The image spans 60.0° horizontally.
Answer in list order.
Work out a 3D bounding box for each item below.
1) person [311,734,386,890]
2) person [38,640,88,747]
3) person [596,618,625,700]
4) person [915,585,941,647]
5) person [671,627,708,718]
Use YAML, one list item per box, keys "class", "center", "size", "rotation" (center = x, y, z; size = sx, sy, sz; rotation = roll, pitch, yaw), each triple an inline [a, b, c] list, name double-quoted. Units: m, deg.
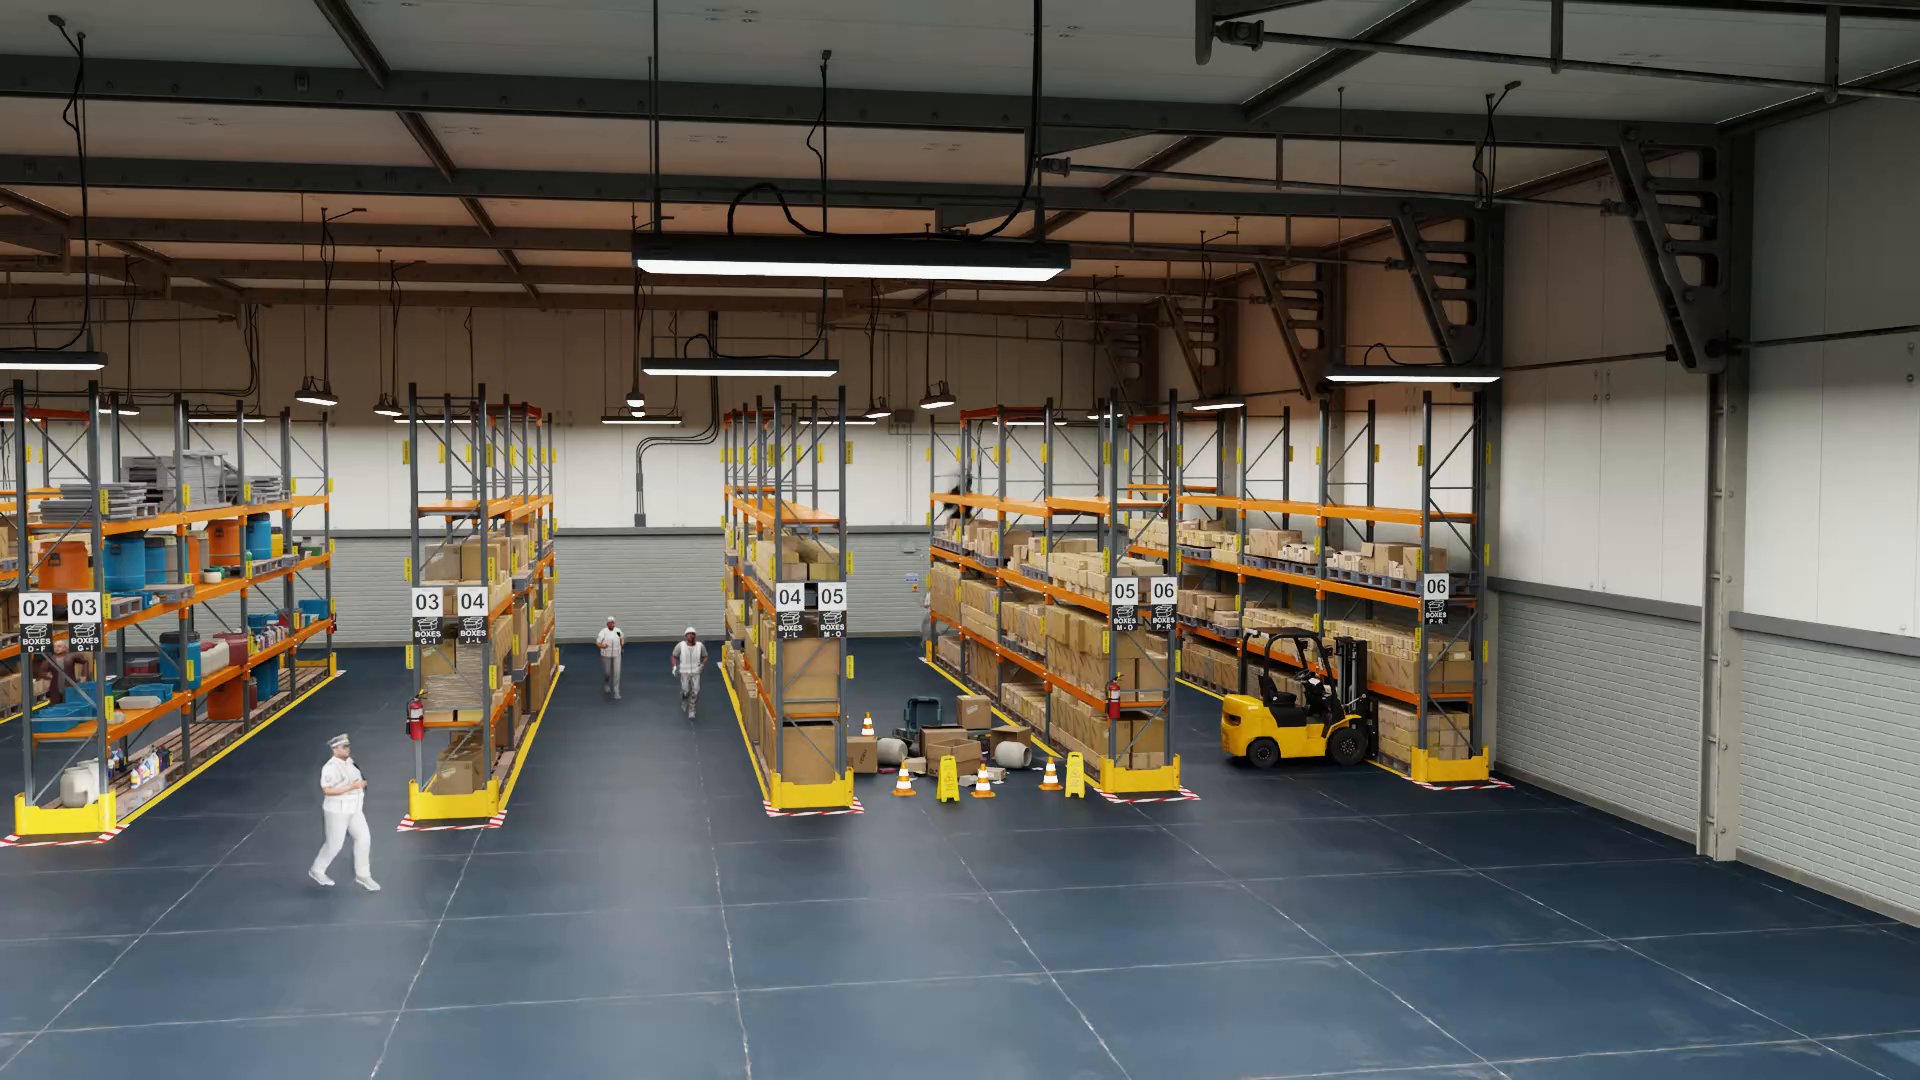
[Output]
- class: "person"
  center: [-7.047, 3.122, 19.113]
  size: [0.875, 1.800, 0.657]
  rotation: [1, 3, 16]
- class: "person"
  center: [-15.599, 2.654, 28.953]
  size: [0.731, 1.835, 0.984]
  rotation: [-1, 3, -14]
- class: "person"
  center: [-7.203, 2.434, 34.348]
  size: [0.608, 1.652, 0.903]
  rotation: [-1, 3, -20]
- class: "person"
  center: [-0.769, 1.885, 41.776]
  size: [0.832, 1.687, 0.607]
  rotation: [1, 3, 11]
- class: "person"
  center: [-5.110, 2.526, 31.570]
  size: [0.689, 1.734, 0.588]
  rotation: [-1, 3, -16]
